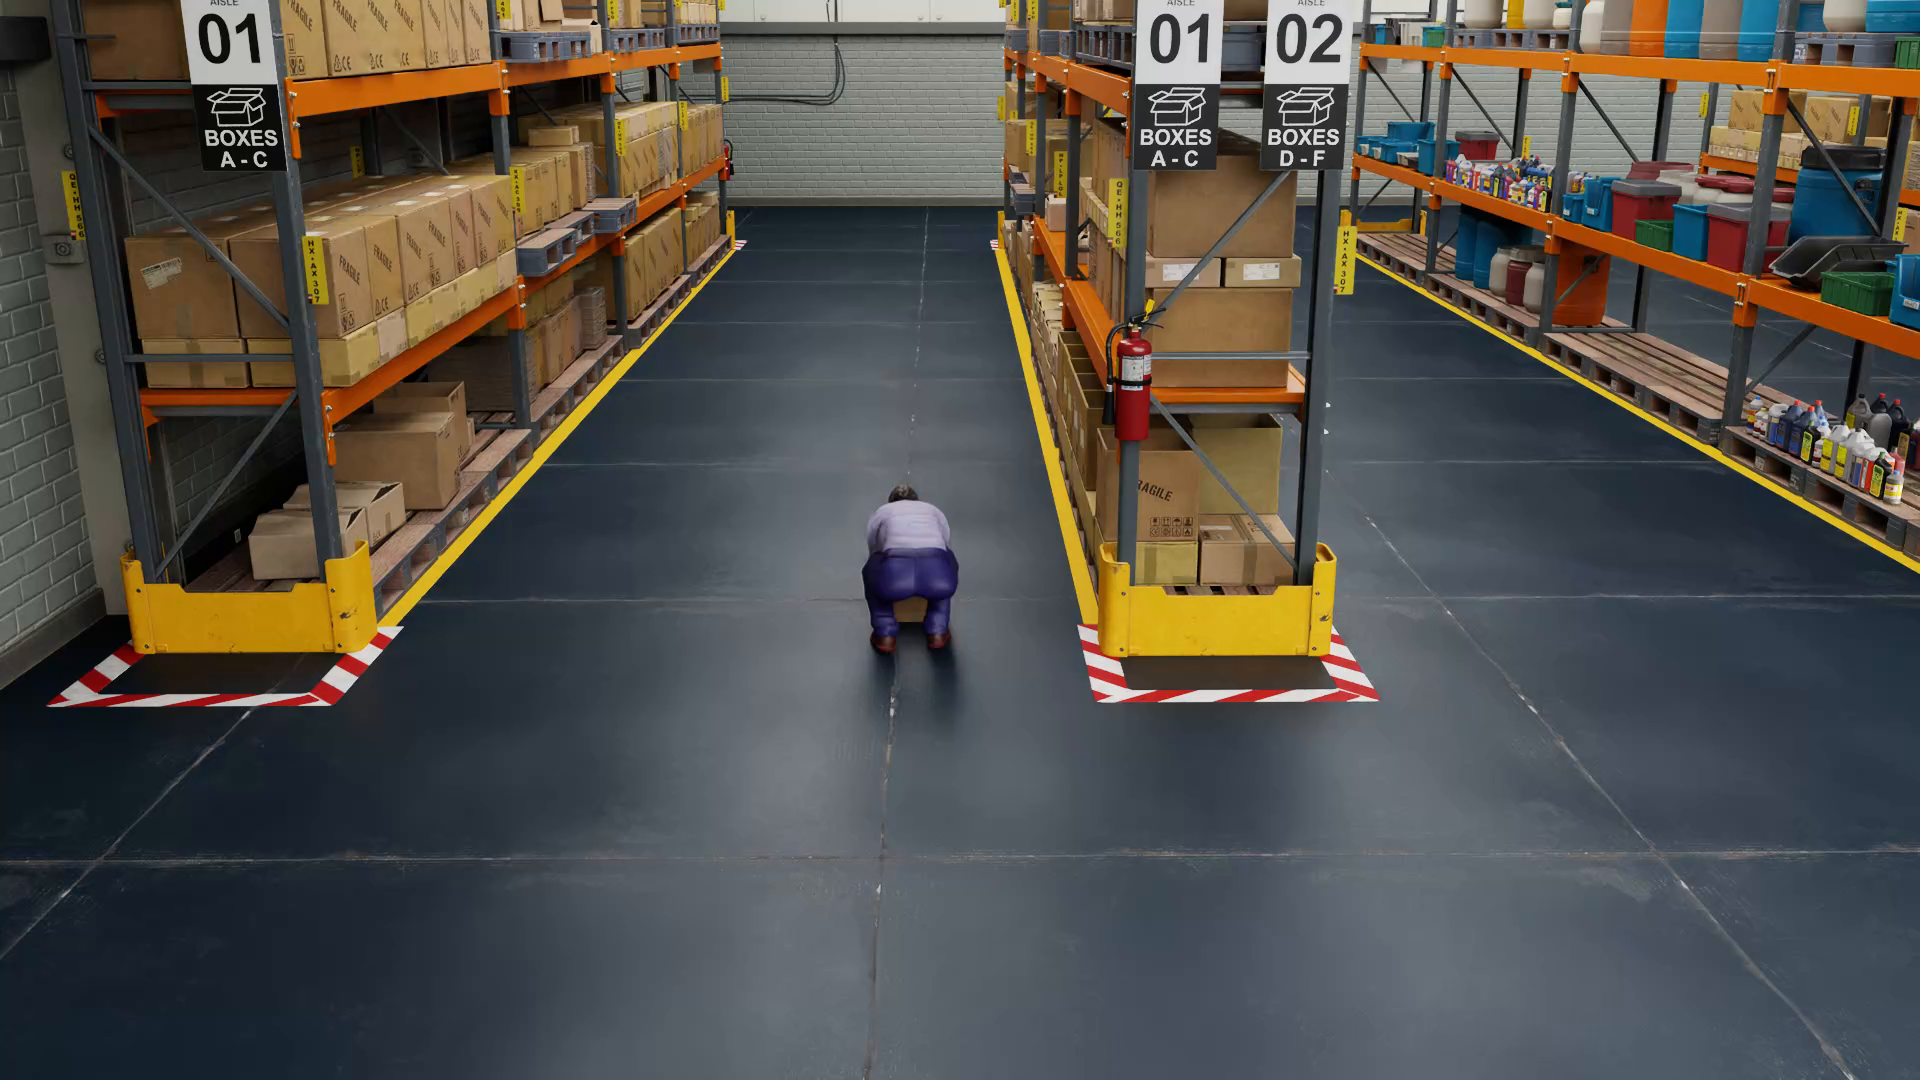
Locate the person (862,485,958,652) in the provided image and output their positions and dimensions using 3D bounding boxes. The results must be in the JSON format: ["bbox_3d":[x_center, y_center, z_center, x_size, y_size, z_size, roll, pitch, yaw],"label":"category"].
[{"bbox_3d":[-0.259,0.167,8.637,0.507,0.774,0.870,-1,17,-2],"label":"person"}]
